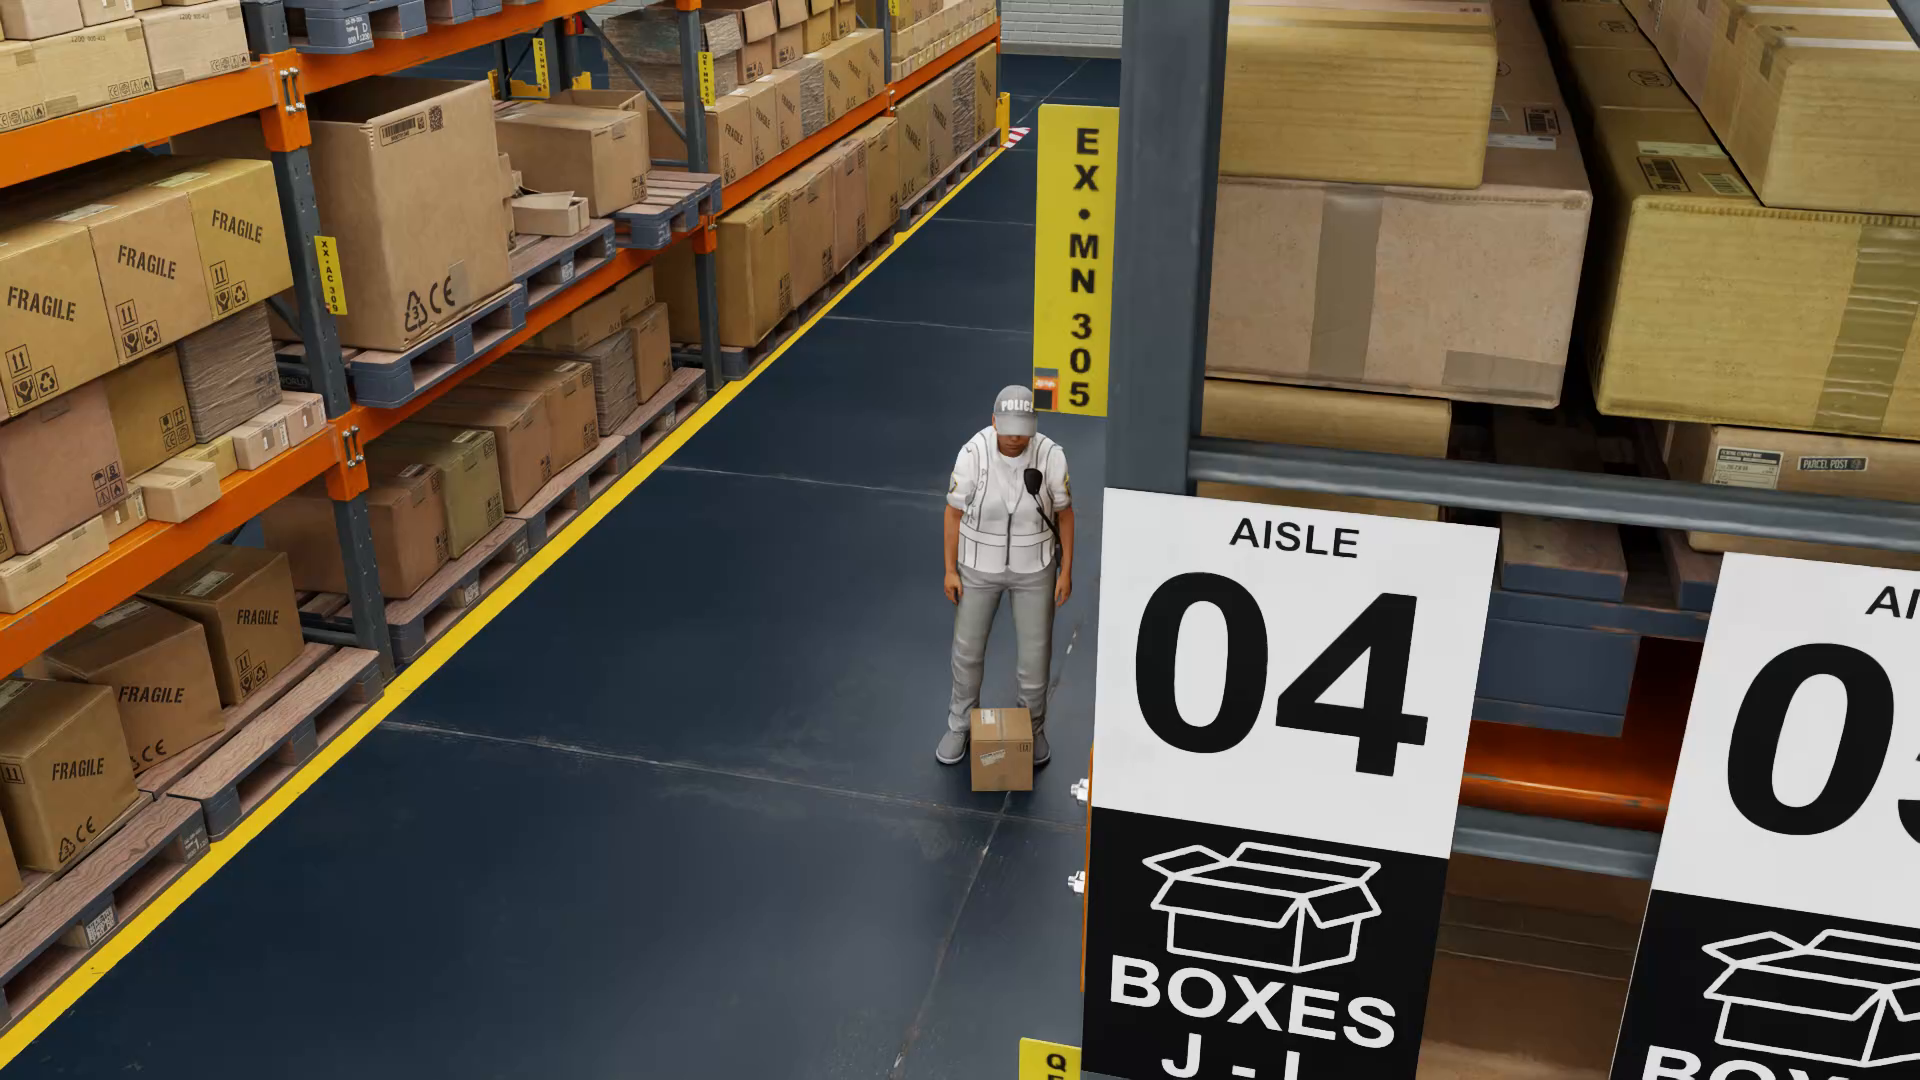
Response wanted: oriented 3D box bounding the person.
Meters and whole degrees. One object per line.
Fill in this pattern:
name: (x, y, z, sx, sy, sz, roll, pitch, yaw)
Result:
person: (0.182, 0.138, 6.812, 0.564, 1.667, 0.463, 1, 25, 1)
